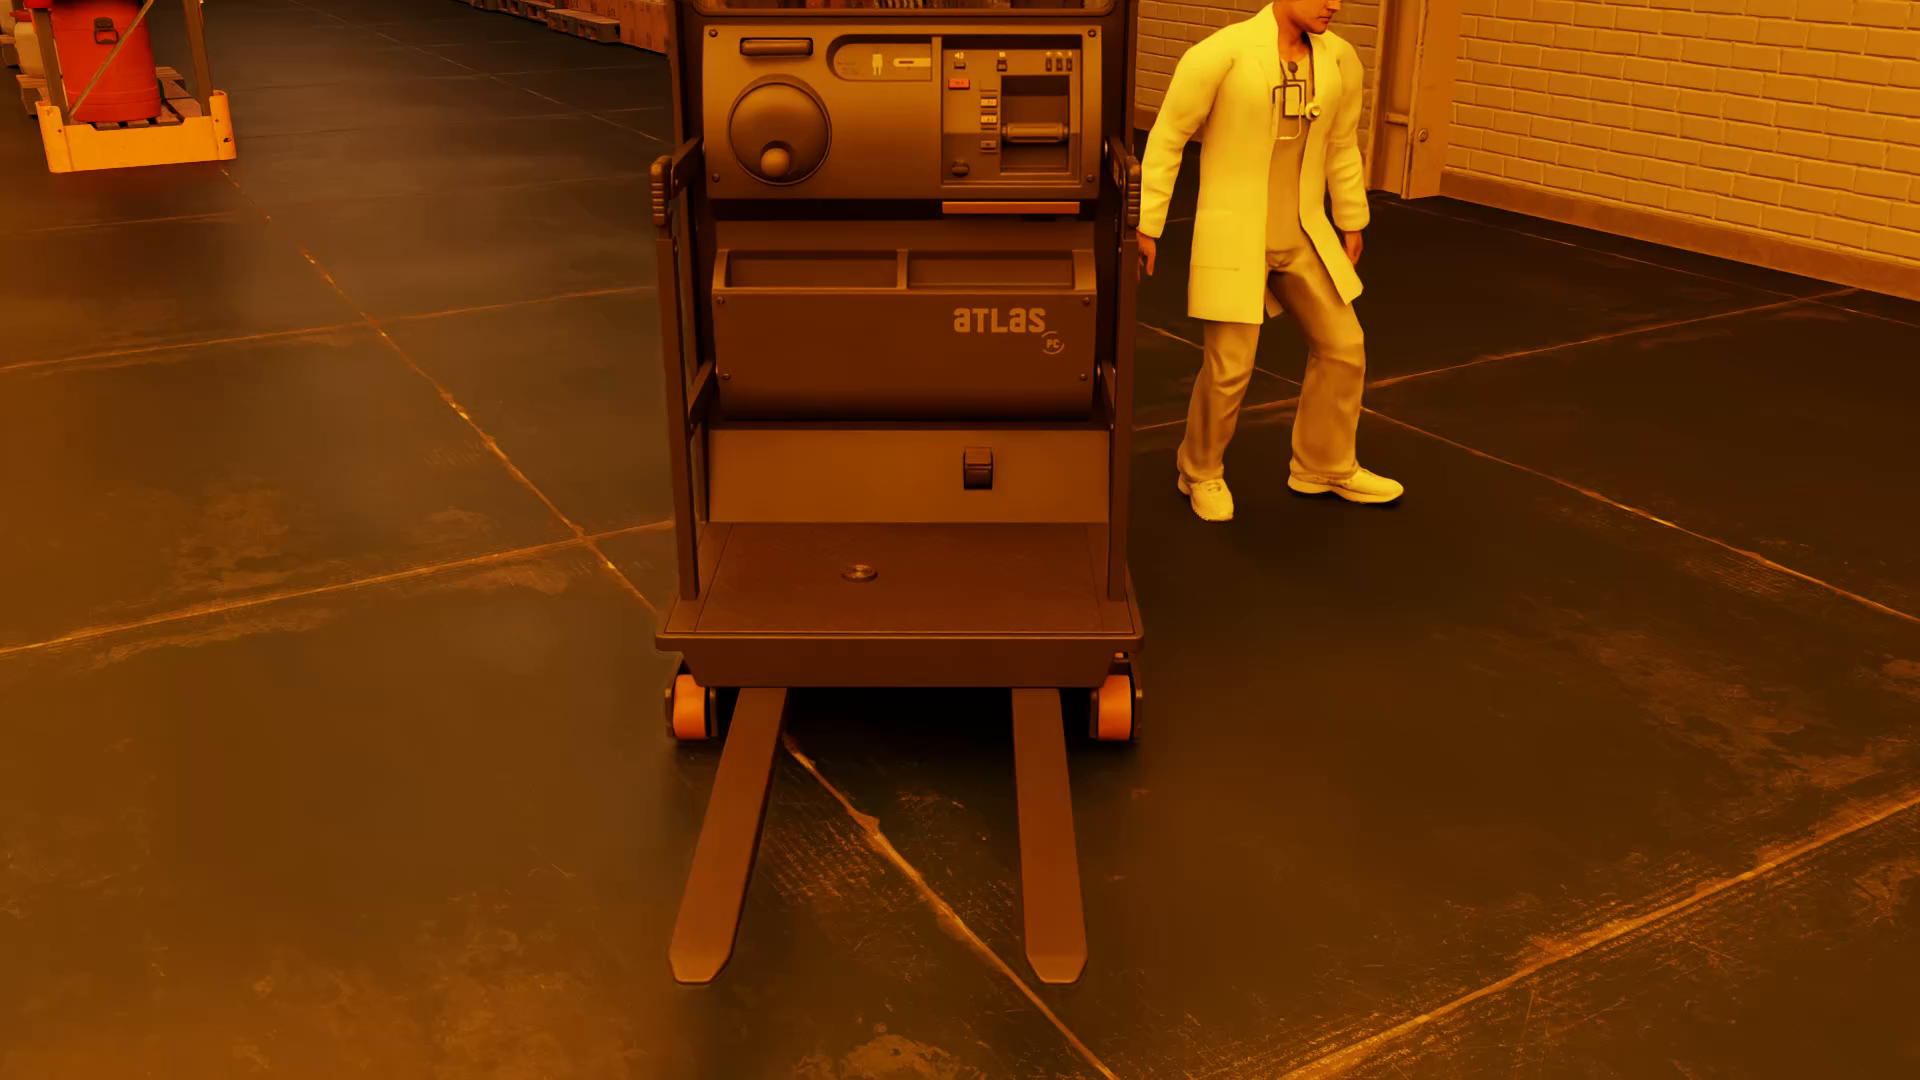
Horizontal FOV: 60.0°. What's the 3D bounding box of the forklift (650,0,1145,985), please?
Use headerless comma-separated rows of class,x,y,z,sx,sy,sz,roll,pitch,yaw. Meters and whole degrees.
forklift,-0.133,-0.991,3.689,1.130,2.935,3.031,0,22,0

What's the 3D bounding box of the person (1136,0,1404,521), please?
person,0.953,-0.926,5.115,0.910,1.749,0.451,-8,24,-18
